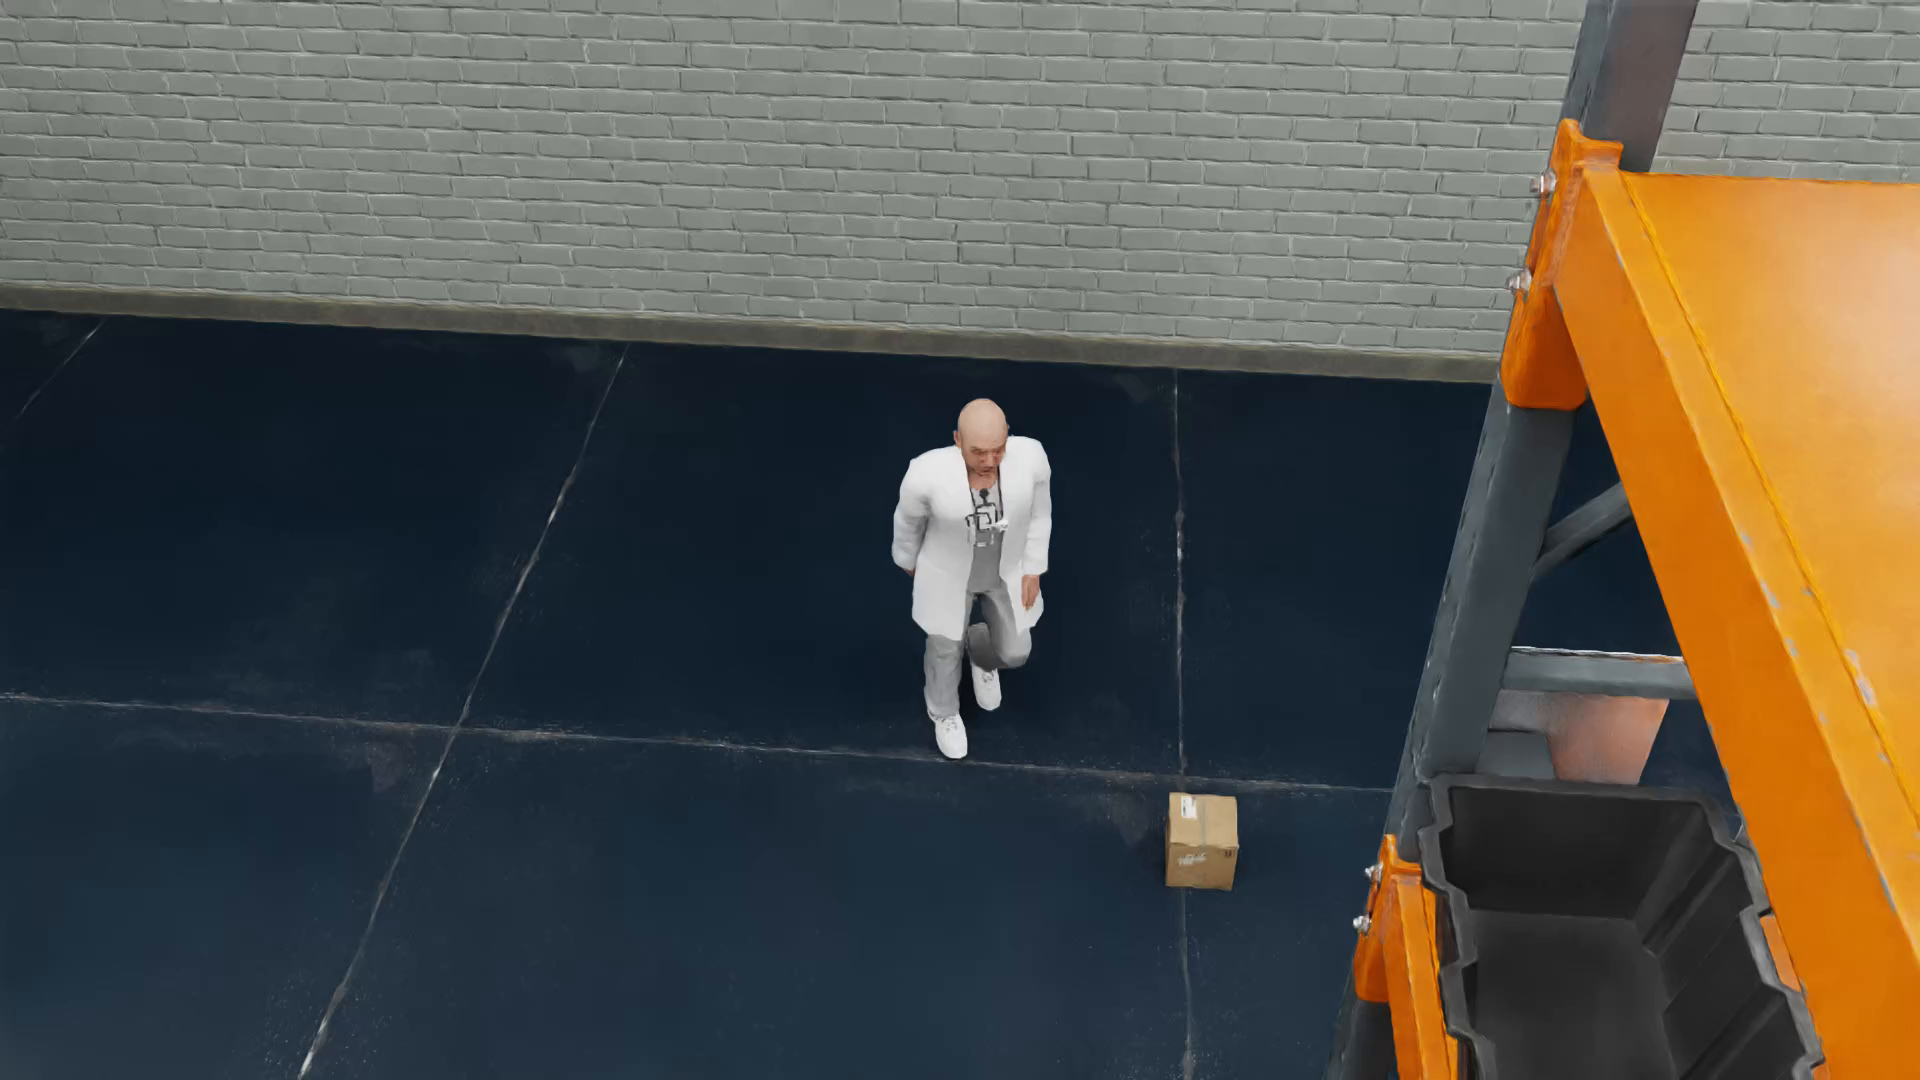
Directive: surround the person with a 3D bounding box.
[{"bbox_3d":[0.036,0.088,6.360,0.583,1.757,0.661,-9,40,-11],"label":"person"}]
